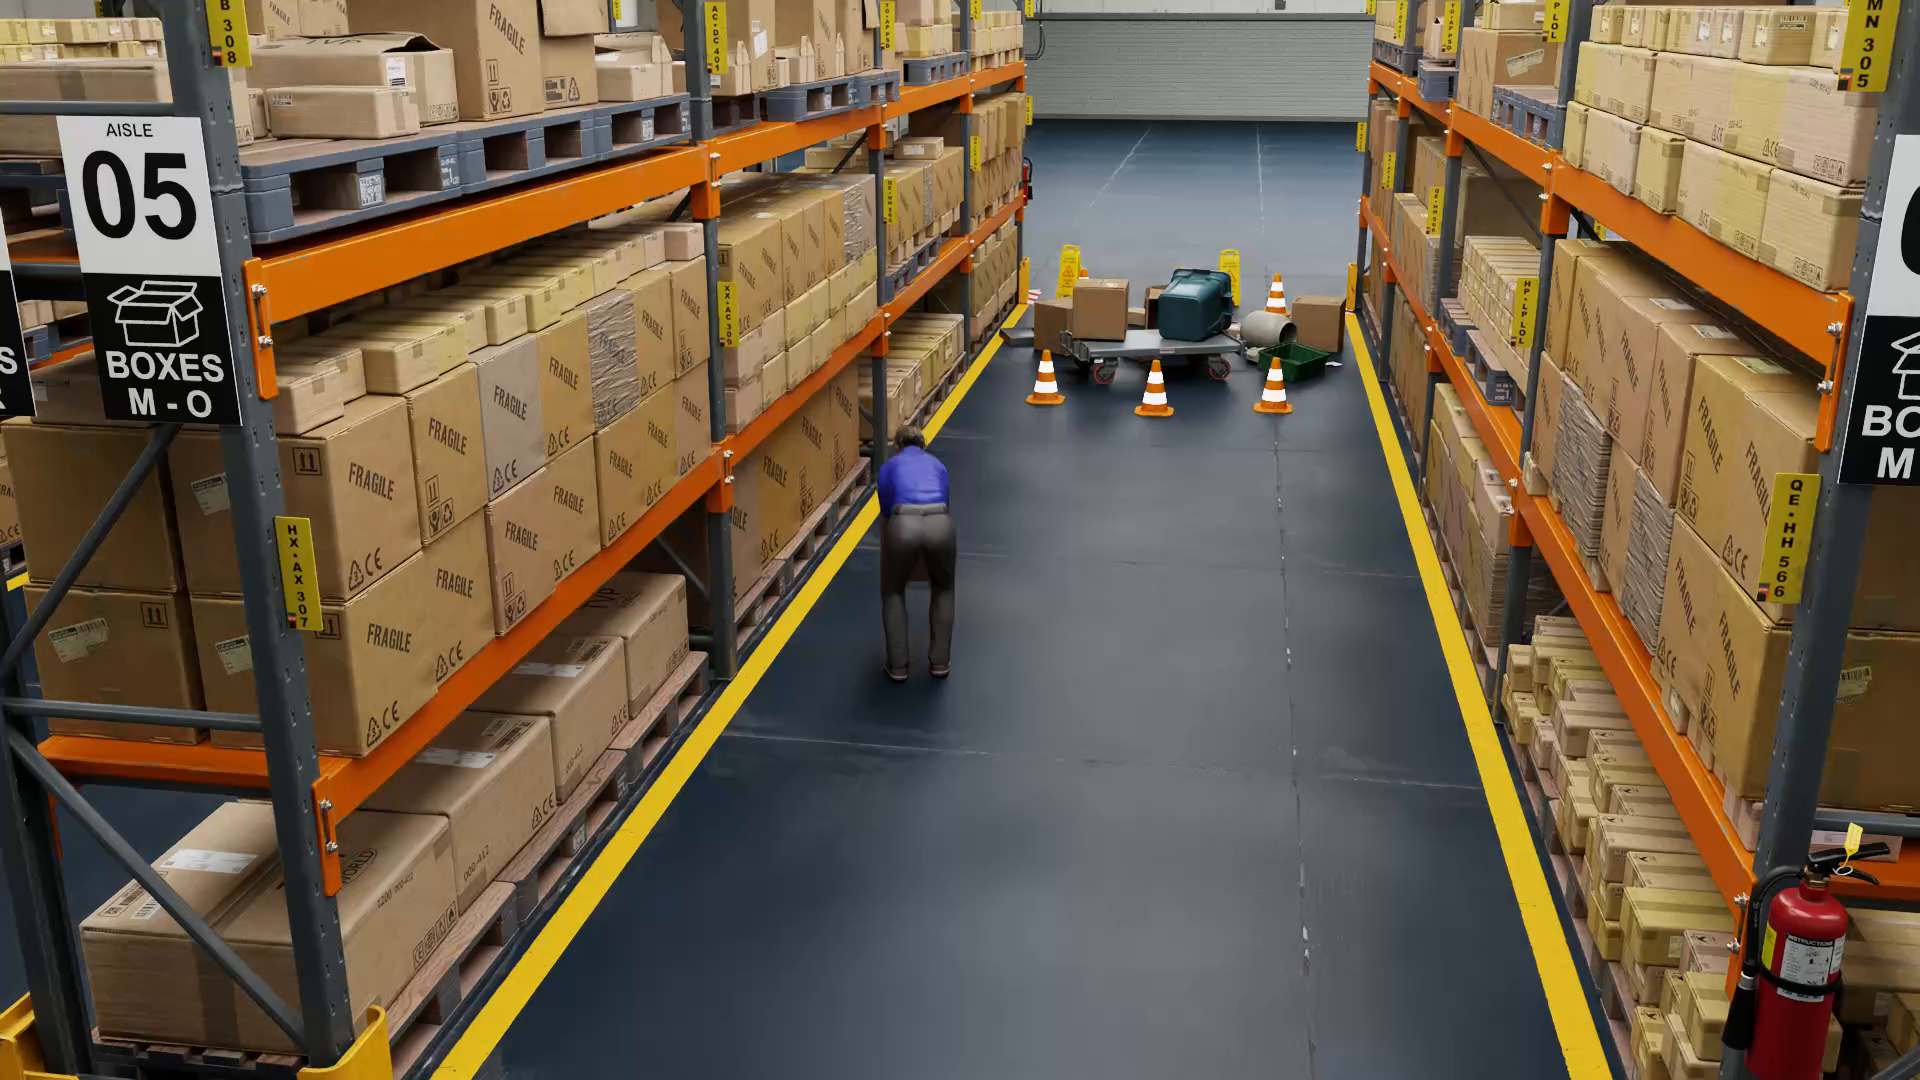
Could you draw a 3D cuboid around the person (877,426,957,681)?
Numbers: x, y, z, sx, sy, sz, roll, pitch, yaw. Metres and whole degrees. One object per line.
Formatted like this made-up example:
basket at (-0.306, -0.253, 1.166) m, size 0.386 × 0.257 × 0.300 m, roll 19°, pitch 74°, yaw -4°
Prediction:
person at (-0.240, 0.071, 9.016) m, size 0.407 × 1.251 × 0.825 m, roll -2°, pitch 18°, yaw -6°
